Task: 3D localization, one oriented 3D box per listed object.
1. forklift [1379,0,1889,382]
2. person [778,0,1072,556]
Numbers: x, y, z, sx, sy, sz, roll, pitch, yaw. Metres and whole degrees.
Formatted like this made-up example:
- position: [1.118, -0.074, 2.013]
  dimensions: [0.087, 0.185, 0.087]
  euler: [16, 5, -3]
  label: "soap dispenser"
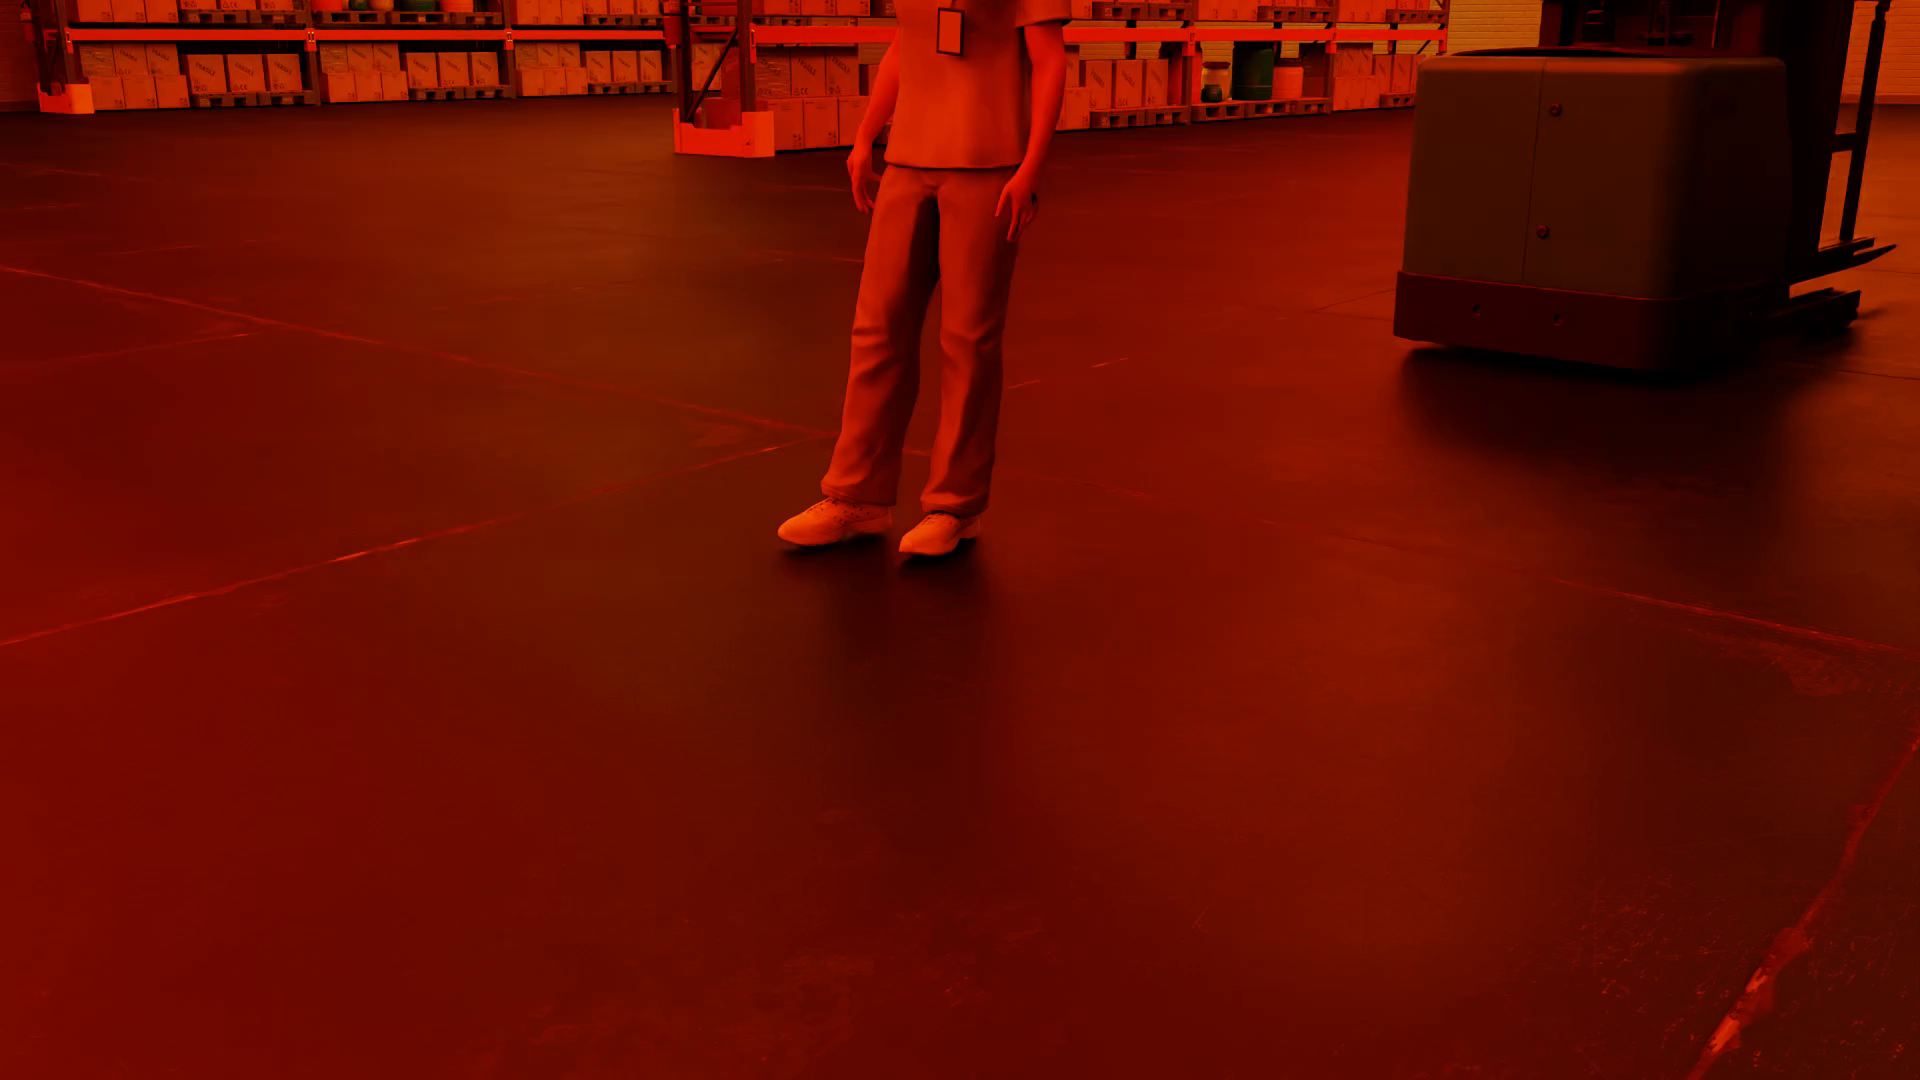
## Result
- position: [2.941, -2.285, 6.423]
  dimensions: [1.130, 2.935, 3.031]
  euler: [16, 23, 42]
  label: "forklift"
- position: [-0.057, -0.795, 3.651]
  dimensions: [0.549, 1.676, 0.549]
  euler: [13, 21, 37]
  label: "person"
